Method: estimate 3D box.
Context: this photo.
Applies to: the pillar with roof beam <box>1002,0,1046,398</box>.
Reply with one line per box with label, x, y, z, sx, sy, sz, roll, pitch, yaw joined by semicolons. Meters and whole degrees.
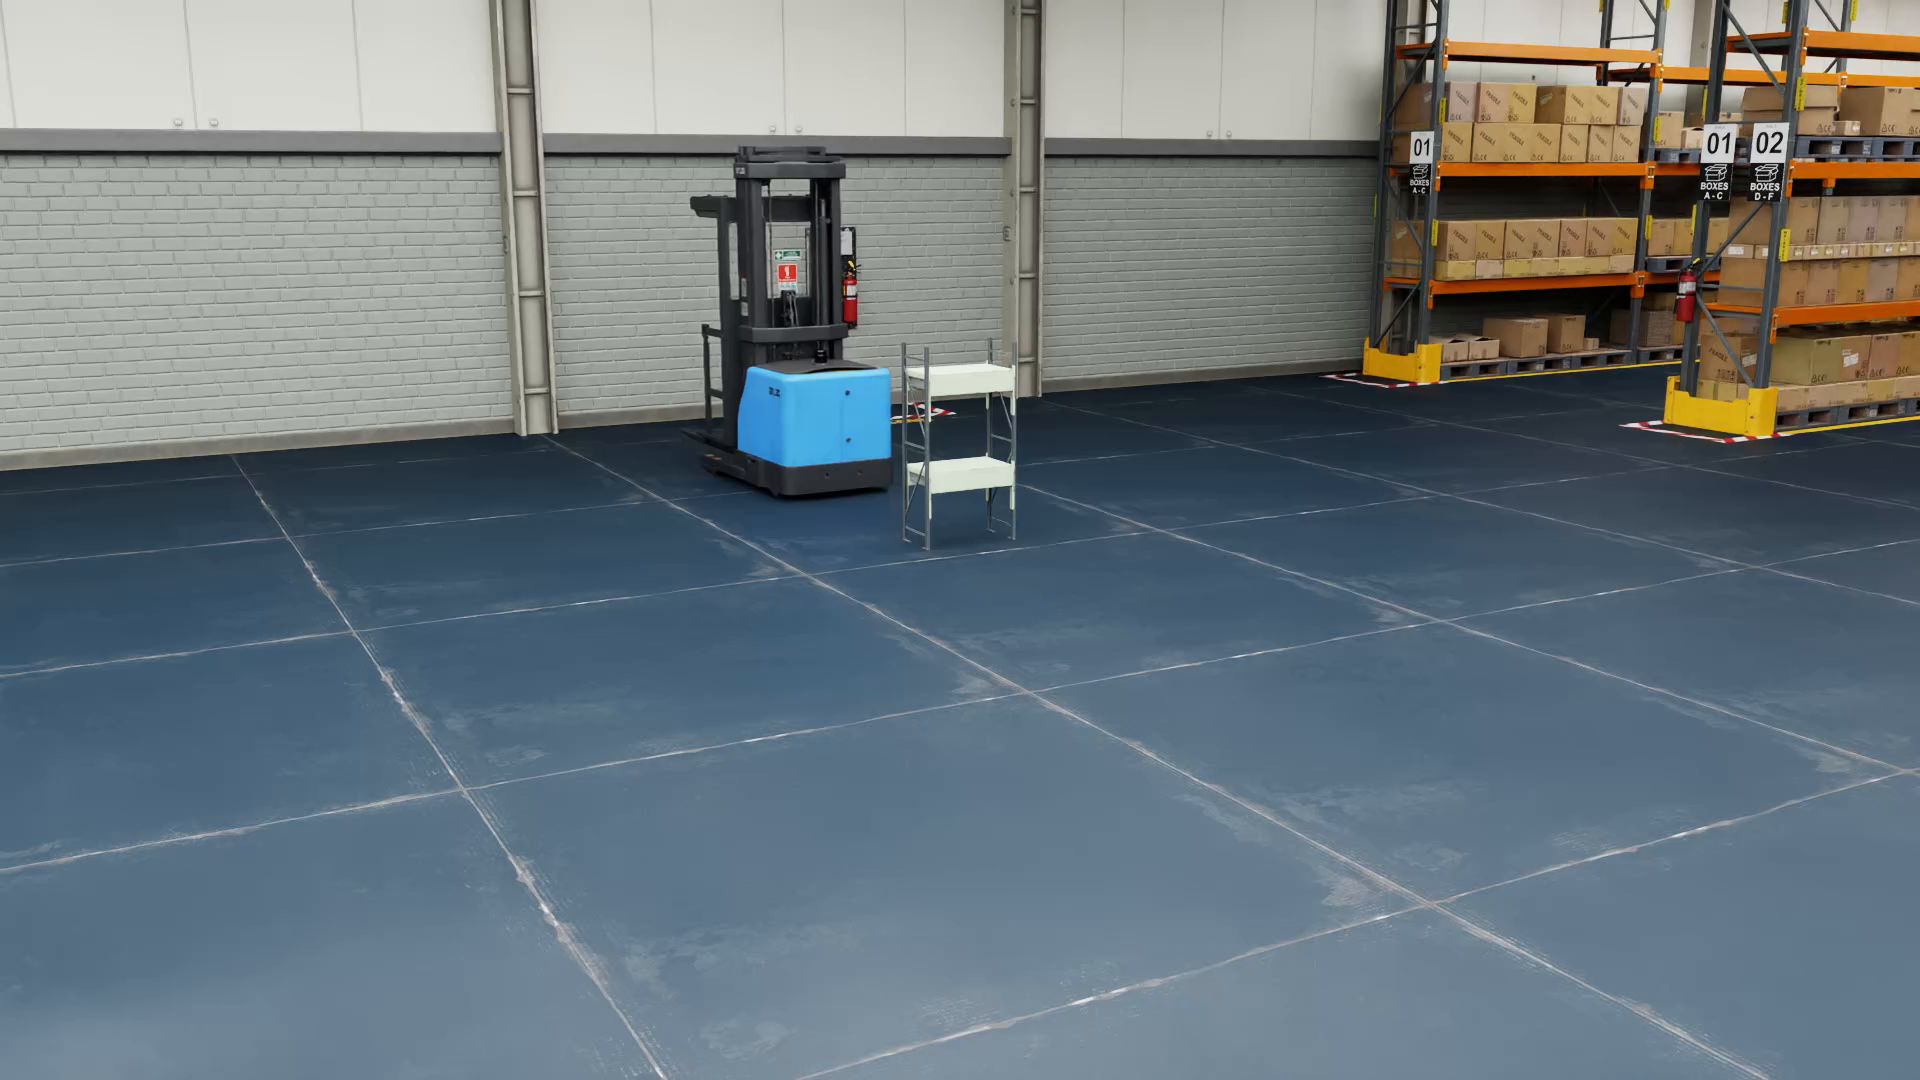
pillar with roof beam;2.825;-5.334;15.816;0.400;9.000;9.100;-7;14;-28

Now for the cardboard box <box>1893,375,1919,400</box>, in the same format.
cardboard box;10.539;-1.761;18.908;0.500;0.250;0.500;-7;14;-28

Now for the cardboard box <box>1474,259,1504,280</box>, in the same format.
cardboard box;6.858;-3.612;22.123;0.500;0.250;0.500;-7;15;-30

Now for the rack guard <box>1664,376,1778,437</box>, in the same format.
rack guard;8.184;-1.452;17.921;0.348;0.500;1.175;-7;14;-28

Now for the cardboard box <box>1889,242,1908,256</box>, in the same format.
cardboard box;10.233;-3.228;18.416;0.250;0.149;0.380;-6;14;-26

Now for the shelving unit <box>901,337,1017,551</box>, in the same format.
shelving unit;-0.006;-0.731;12.441;0.755;1.500;0.431;-7;14;-28

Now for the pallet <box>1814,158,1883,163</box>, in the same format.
pallet;13.390;-5.919;25.675;1.003;0.211;1.213;-6;14;-25

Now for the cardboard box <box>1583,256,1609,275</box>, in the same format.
cardboard box;8.628;-3.826;23.075;0.500;0.250;0.500;-7;14;-28

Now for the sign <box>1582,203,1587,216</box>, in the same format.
sign;9.070;-4.720;24.114;0.005;0.325;0.100;-7;14;-28

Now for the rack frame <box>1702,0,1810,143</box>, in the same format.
rack frame;8.205;-5.600;16.999;0.127;3.000;1.000;-7;14;-28

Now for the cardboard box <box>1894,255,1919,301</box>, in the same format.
cardboard box;10.428;-2.987;18.820;0.500;0.500;0.700;-7;14;-27

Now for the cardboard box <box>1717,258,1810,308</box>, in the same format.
cardboard box;8.621;-2.769;17.854;0.500;0.500;0.700;-7;14;-28

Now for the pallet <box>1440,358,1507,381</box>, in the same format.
pallet;6.625;-2.354;22.589;1.213;0.211;1.003;-7;14;-28

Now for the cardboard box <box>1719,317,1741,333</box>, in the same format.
cardboard box;11.313;-3.289;25.085;0.500;0.500;0.700;-7;14;-28

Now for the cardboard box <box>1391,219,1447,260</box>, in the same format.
cardboard box;6.141;-4.021;22.232;0.500;0.500;0.500;-7;14;-28

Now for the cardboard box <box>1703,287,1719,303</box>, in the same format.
cardboard box;11.264;-3.642;24.942;0.500;0.250;0.500;-7;14;-28

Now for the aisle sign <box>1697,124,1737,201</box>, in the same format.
aisle sign;8.007;-3.992;17.593;0.004;0.787;0.394;-7;14;-28

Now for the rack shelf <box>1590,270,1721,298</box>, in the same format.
rack shelf;11.095;-3.908;24.781;4.000;0.370;1.077;-7;14;-28

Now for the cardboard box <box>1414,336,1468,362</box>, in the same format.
cardboard box;6.479;-2.586;22.391;0.500;0.311;0.500;-9;15;-34

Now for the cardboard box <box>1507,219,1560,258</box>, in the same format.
cardboard box;7.734;-4.082;22.506;0.500;0.500;0.500;-6;14;-26

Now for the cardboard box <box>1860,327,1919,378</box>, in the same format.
cardboard box;10.533;-2.129;18.836;0.500;0.500;0.500;-7;14;-28

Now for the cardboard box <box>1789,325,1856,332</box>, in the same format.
cardboard box;9.844;-2.177;19.049;0.500;0.500;0.500;-7;14;-28

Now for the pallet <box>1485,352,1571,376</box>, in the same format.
pallet;7.695;-2.482;23.155;1.213;0.211;1.003;-7;14;-28

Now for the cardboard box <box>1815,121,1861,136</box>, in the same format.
cardboard box;9.323;-4.377;17.693;0.250;0.149;0.380;-7;14;-28

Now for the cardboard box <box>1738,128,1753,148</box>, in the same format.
cardboard box;11.668;-5.875;24.768;0.637;0.503;0.797;-5;14;-20

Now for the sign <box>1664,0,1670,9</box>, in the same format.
sign;9.583;-7.363;22.524;0.005;0.325;0.100;-7;14;-28

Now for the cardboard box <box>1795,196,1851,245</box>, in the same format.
cardboard box;9.127;-3.464;17.987;0.500;0.500;0.700;-7;15;-29

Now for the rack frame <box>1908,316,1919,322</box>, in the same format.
rack frame;11.716;-3.094;19.527;0.127;3.000;1.000;-7;14;-28

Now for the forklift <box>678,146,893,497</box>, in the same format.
forklift;-1.755;-2.071;15.134;1.130;2.935;3.031;-7;15;-29

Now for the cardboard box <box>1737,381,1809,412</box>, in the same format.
cardboard box;8.783;-1.551;17.973;0.500;0.250;0.500;-7;14;-28

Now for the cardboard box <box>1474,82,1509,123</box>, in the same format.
cardboard box;6.748;-5.674;21.609;0.500;0.500;0.500;-7;14;-29

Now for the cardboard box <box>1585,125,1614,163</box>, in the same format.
cardboard box;8.565;-5.419;22.752;0.500;0.500;0.500;-8;15;-33

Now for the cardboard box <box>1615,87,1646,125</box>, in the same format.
cardboard box;9.030;-5.953;22.849;0.500;0.500;0.500;-8;15;-33

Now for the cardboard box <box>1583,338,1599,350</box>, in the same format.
cardboard box;8.884;-2.819;23.754;0.250;0.166;0.380;-9;16;-35

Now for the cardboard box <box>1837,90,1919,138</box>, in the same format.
cardboard box;10.210;-4.732;18.463;0.637;0.503;0.797;-5;14;-22

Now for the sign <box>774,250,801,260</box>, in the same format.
sign;-1.952;-3.221;18.801;0.331;0.109;0.001;-7;14;-28

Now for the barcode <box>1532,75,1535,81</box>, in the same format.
barcode;7.913;-6.376;22.948;0.075;0.075;0.001;-7;14;-28

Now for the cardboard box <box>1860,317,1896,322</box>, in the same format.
cardboard box;14.331;-3.769;26.463;0.750;0.750;0.750;-7;14;-28

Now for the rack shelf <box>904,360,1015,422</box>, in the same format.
rack shelf;-0.006;-1.112;12.356;0.720;0.370;0.431;-7;14;-28

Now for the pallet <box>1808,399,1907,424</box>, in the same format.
pallet;9.926;-1.529;18.923;1.213;0.211;1.003;-7;14;-28

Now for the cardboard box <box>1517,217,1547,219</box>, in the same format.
cardboard box;7.931;-4.237;23.192;0.500;0.500;0.500;-6;14;-26

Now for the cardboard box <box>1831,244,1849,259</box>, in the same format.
cardboard box;9.326;-3.119;17.932;0.250;0.149;0.380;-7;14;-29

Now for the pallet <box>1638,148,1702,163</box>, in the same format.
pallet;9.932;-5.465;23.656;1.003;0.211;1.213;-7;14;-28

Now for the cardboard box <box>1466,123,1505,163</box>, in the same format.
cardboard box;6.730;-5.186;21.718;0.500;0.500;0.500;-6;14;-24

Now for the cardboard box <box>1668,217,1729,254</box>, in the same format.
cardboard box;10.860;-4.492;24.507;0.500;0.500;0.700;-5;14;-20

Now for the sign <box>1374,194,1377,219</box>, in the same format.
sign;5.580;-4.456;22.220;0.005;0.325;0.100;-7;14;-28

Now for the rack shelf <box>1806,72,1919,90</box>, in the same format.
rack shelf;14.606;-7.061;26.036;4.000;0.370;1.077;-7;14;-28

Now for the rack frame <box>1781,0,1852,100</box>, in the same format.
rack frame;12.851;-7.396;24.979;0.127;3.000;1.000;-7;14;-28
